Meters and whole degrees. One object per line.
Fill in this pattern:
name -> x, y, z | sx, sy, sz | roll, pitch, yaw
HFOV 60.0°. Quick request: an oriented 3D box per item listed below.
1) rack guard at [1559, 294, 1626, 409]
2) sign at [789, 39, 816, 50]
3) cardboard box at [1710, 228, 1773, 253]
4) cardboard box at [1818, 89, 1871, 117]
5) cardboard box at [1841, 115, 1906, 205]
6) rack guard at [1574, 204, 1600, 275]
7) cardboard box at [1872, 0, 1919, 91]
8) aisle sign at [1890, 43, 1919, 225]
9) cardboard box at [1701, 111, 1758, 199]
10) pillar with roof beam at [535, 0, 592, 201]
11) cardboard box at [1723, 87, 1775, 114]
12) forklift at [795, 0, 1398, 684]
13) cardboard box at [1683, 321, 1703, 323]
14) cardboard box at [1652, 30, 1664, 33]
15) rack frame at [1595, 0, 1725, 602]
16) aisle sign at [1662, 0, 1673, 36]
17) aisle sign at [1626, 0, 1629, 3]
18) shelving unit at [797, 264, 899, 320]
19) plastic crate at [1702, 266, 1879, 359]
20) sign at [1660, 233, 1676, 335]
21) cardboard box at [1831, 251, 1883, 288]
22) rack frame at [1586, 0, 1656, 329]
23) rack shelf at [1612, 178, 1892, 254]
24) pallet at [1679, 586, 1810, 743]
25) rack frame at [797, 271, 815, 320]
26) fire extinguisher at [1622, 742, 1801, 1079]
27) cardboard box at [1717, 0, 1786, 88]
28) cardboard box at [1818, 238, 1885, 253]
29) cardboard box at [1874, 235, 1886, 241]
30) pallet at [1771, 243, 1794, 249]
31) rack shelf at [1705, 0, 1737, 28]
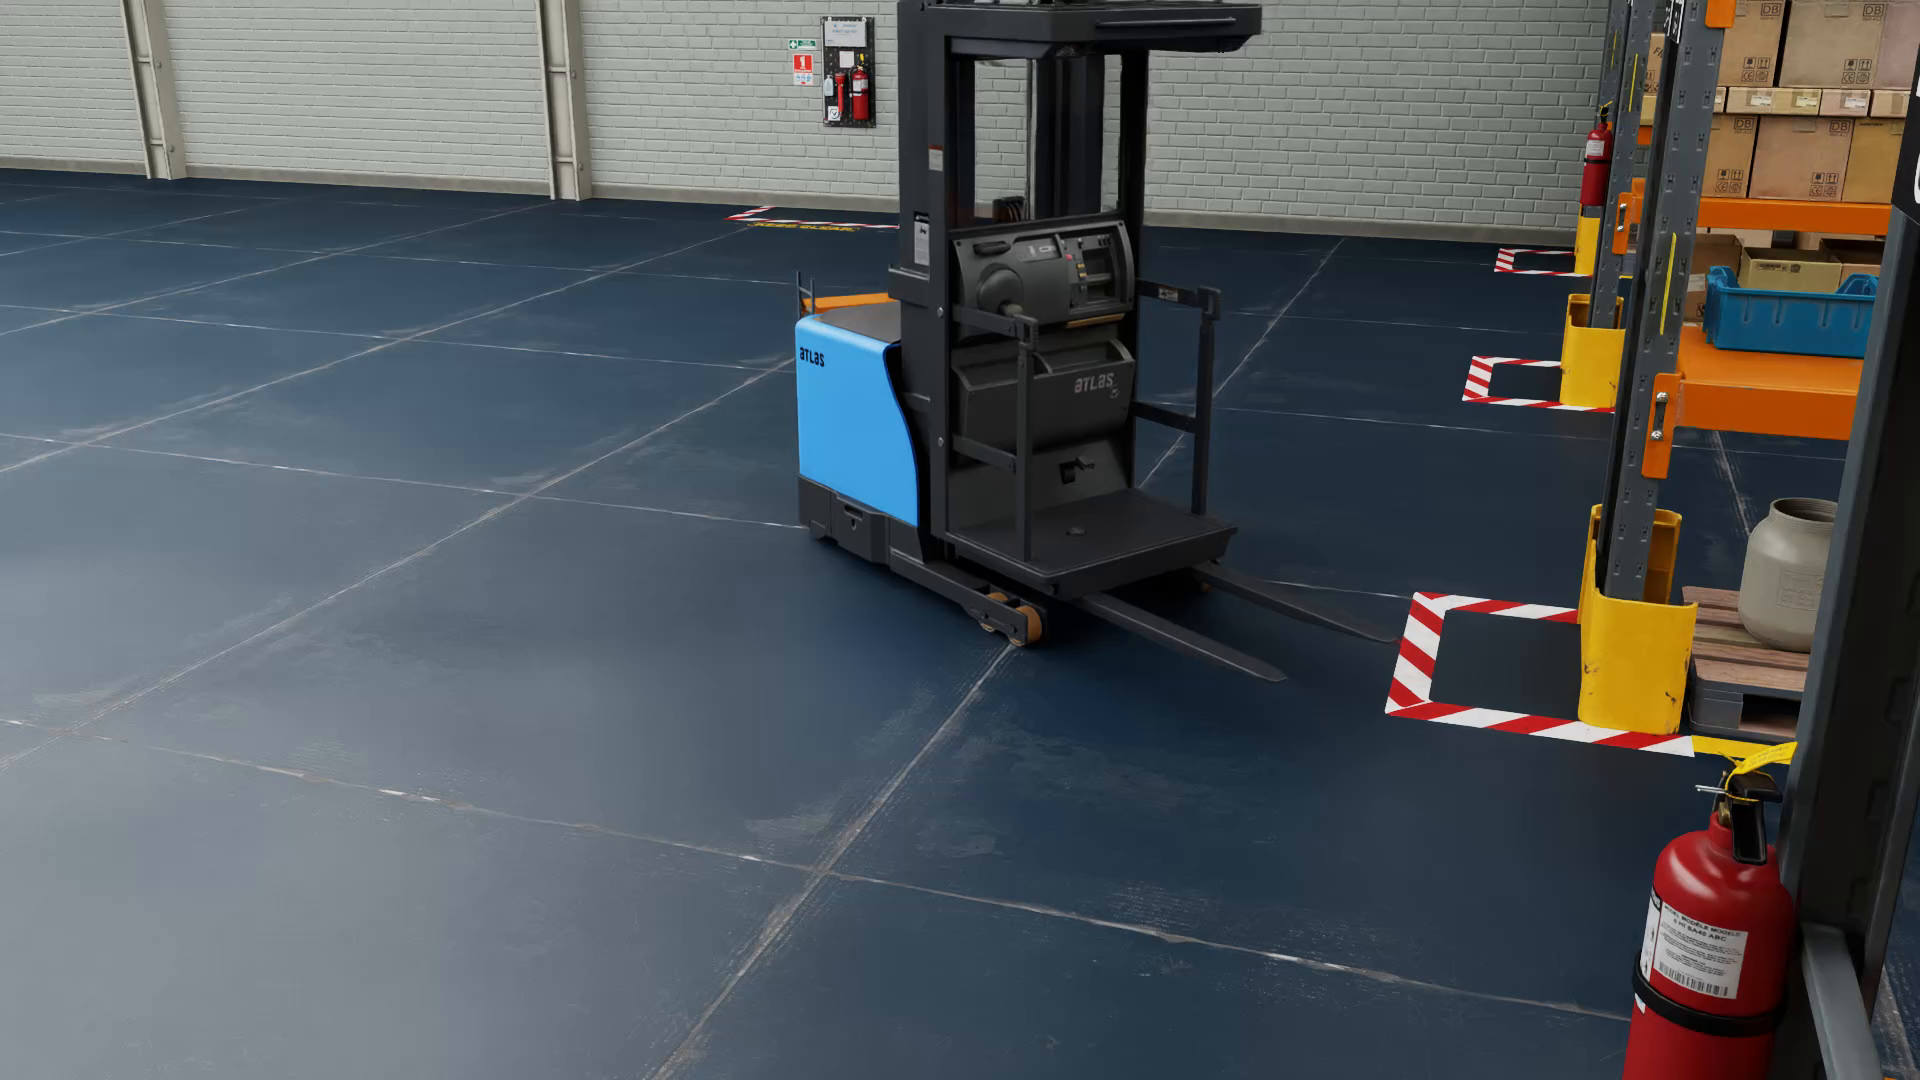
rack guard -> 4.152, -1.255, 10.918 | 0.348, 0.500, 1.175 | 7, 20, 18
sign -> -1.734, -5.450, 18.294 | 0.331, 0.109, 0.001 | 7, 20, 18
cardboard box -> 6.960, -2.748, 14.818 | 0.500, 0.311, 0.500 | 8, 21, 23
cardboard box -> 5.198, -2.594, 9.824 | 0.250, 0.149, 0.380 | 6, 20, 17
cardboard box -> 5.577, -2.315, 10.009 | 0.500, 0.500, 0.700 | 7, 20, 18
rack guard -> 5.869, -2.785, 15.307 | 0.348, 0.500, 1.175 | 7, 20, 18
cardboard box -> 5.637, -2.924, 9.783 | 0.500, 0.500, 0.700 | 7, 20, 18
aisle sign -> 0.961, -0.681, 1.523 | 0.004, 0.787, 0.394 | 7, 20, 18
cardboard box -> 4.612, -2.426, 10.327 | 0.500, 0.500, 0.700 | 7, 20, 18
pillar with roof beam -> -6.006, -6.958, 14.365 | 0.400, 9.000, 9.100 | 7, 20, 18
cardboard box -> 4.725, -2.650, 9.983 | 0.250, 0.149, 0.380 | 6, 20, 17
forklift -> 0.492, -1.130, 6.864 | 1.130, 2.935, 3.031 | -14, 24, -34
cardboard box -> 4.779, -1.367, 10.980 | 0.500, 0.250, 0.500 | 7, 20, 18
cardboard box -> 6.312, -4.282, 14.861 | 0.500, 0.500, 0.500 | 6, 20, 17
rack frame -> 2.546, -0.893, 6.082 | 0.127, 3.000, 1.000 | 7, 20, 18
aisle sign -> 2.575, -2.221, 5.942 | 0.004, 0.787, 0.394 | 7, 20, 18
aisle sign -> 4.209, -3.759, 10.354 | 0.004, 0.787, 0.394 | 7, 20, 18
shelving unit -> -0.533, -0.767, 8.454 | 0.503, 1.200, 0.258 | -8, 21, -21
plastic crate -> 3.117, -0.862, 6.219 | 0.616, 0.251, 0.499 | 7, 20, 18
sign -> 2.361, -0.854, 5.547 | 0.005, 0.325, 0.100 | 7, 20, 18
cardboard box -> 5.558, -1.457, 10.098 | 0.500, 0.500, 0.500 | 7, 20, 18
rack frame -> 4.175, -2.433, 10.499 | 0.127, 3.000, 1.000 | 7, 20, 18
rack shelf -> 6.064, -1.877, 9.998 | 4.000, 0.370, 1.077 | 7, 20, 18
pallet -> 3.399, 0.506, 6.303 | 1.213, 0.211, 1.003 | 7, 20, 18
rack frame -> -0.758, -0.736, 8.365 | 0.015, 1.200, 0.240 | -8, 21, -21
fire extinguisher -> 0.964, 0.527, 2.124 | 0.183, 0.674, 0.296 | 7, 20, 18
cardboard box -> 4.662, -3.033, 10.097 | 0.500, 0.500, 0.700 | 7, 20, 18
cardboard box -> 5.729, -1.618, 10.562 | 0.500, 0.500, 0.500 | 7, 20, 18
cardboard box -> 8.071, -2.582, 14.590 | 0.250, 0.149, 0.380 | 5, 20, 14
pallet -> 7.773, -2.418, 14.692 | 1.213, 0.211, 1.003 | 7, 20, 18
rack shelf -> 4.435, -1.754, 5.087 | 4.000, 0.370, 1.077 | 7, 20, 18
